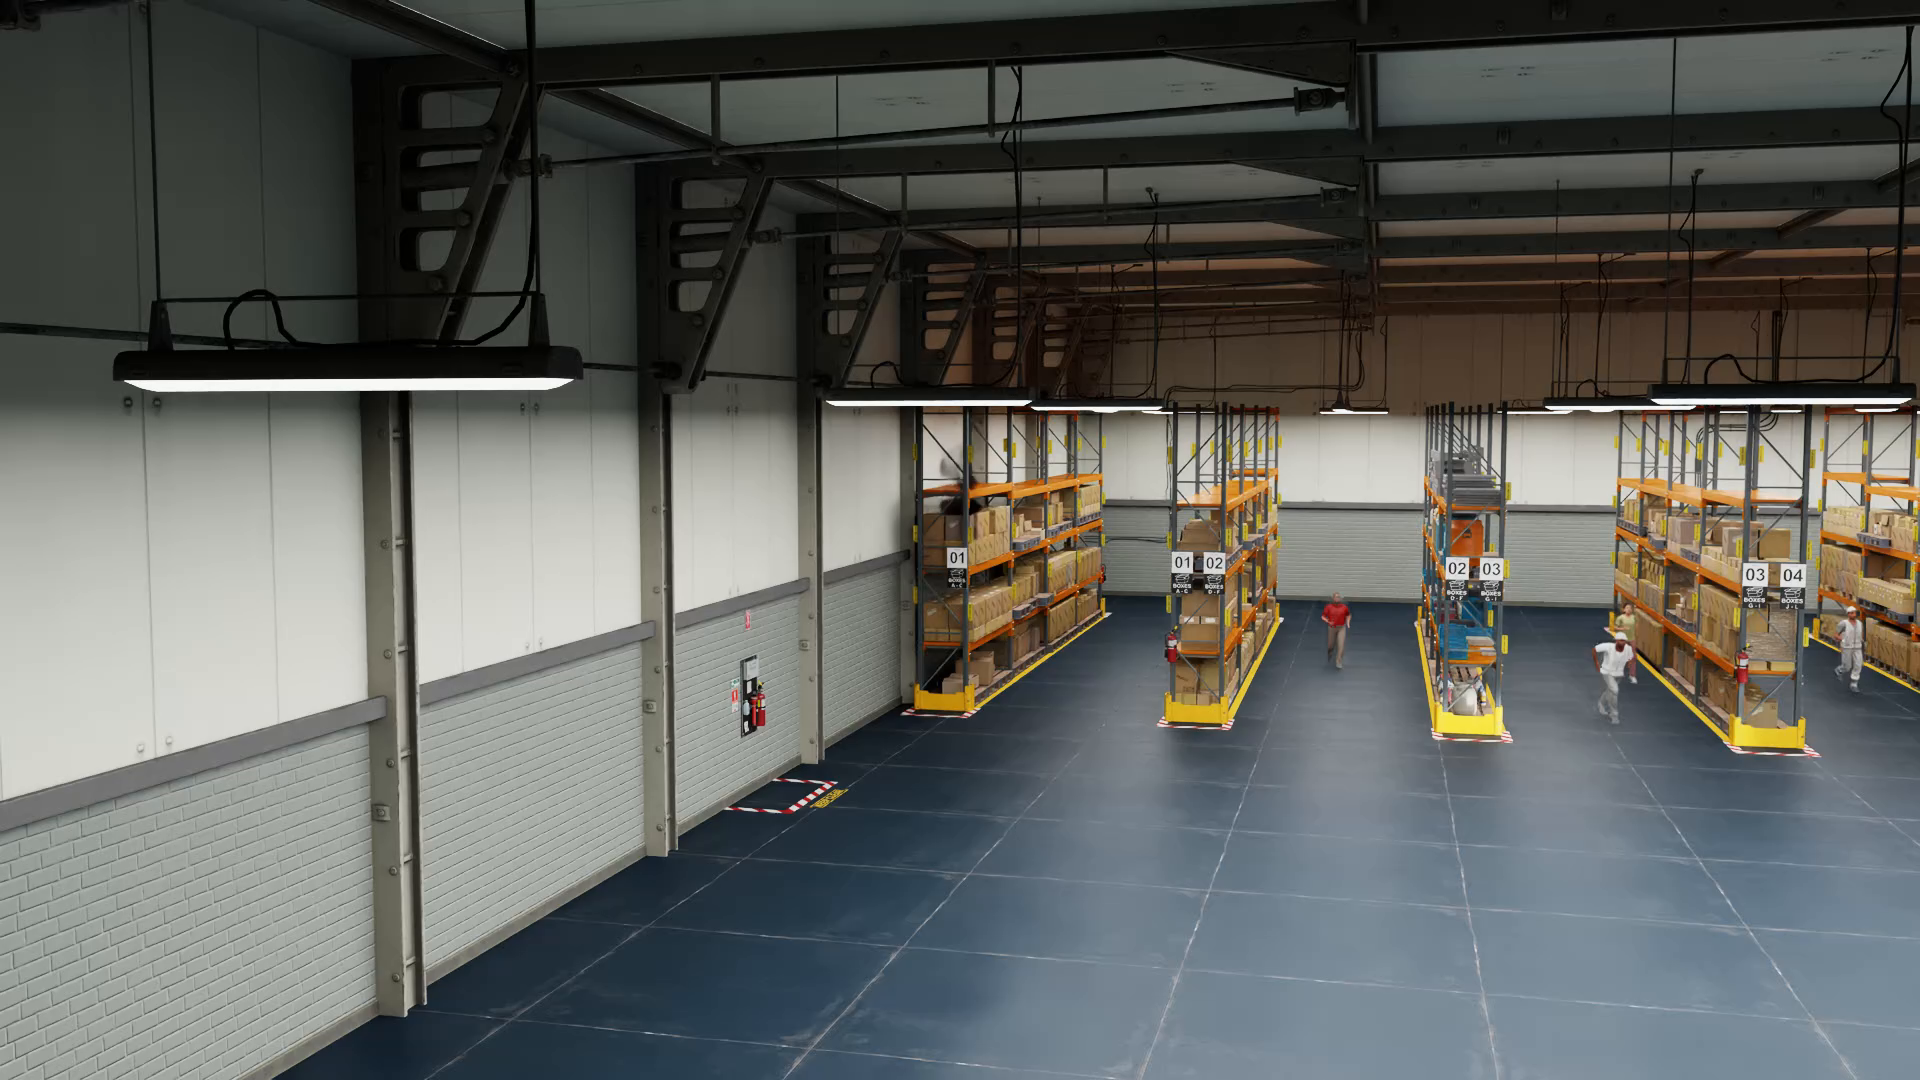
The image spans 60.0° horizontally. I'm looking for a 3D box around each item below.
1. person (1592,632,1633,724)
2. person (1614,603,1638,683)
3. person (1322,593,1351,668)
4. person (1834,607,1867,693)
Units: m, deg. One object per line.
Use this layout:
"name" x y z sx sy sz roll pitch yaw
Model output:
"person" 12.277 2.579 31.376 0.715 1.767 0.943 -1 4 -8
"person" 14.459 2.202 36.064 0.571 1.688 0.904 0 4 4
"person" 8.644 2.062 38.145 0.674 1.682 0.782 0 4 6
"person" 18.645 2.275 34.816 0.658 1.771 0.863 0 4 2
